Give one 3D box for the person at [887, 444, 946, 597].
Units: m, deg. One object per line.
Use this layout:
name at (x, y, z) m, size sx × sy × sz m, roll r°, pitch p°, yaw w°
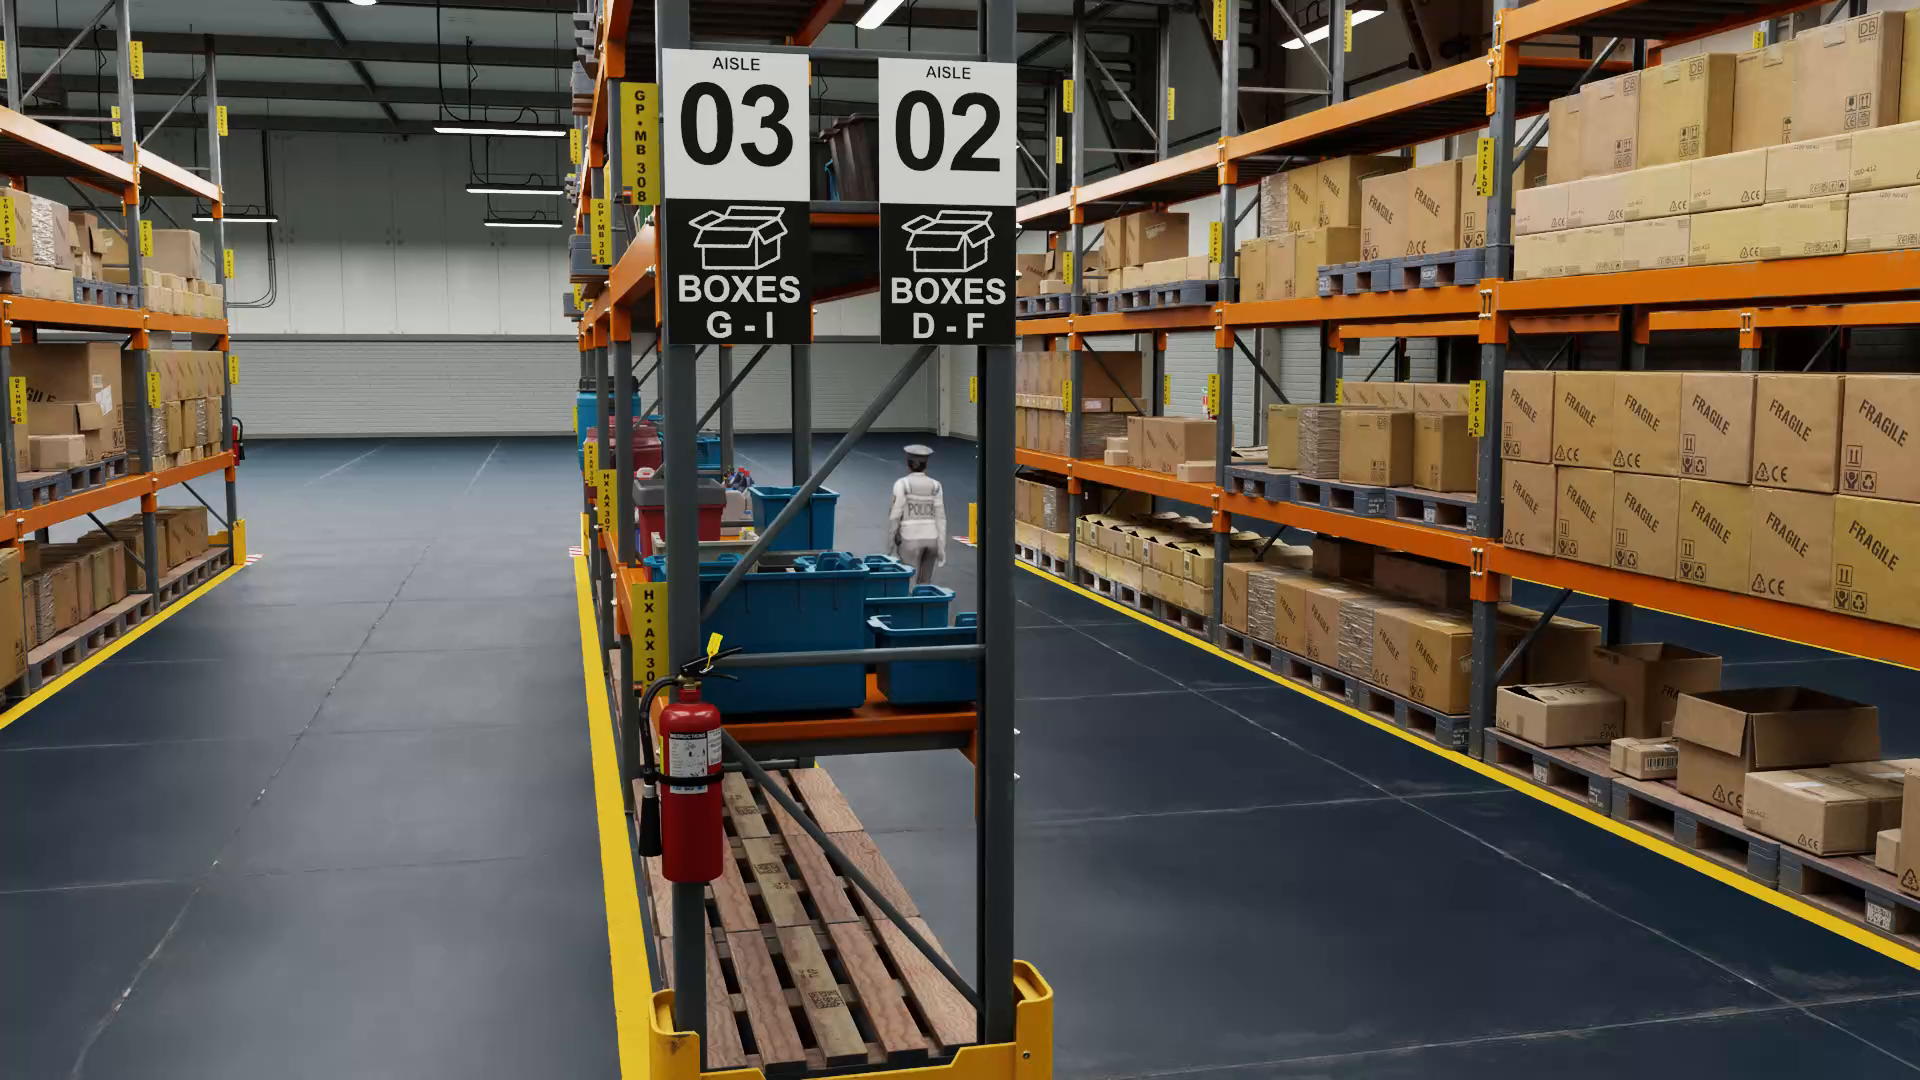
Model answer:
person at (-0.309, 0.066, 13.501) m, size 0.502 × 1.666 × 0.635 m, roll -4°, pitch 8°, yaw -34°
